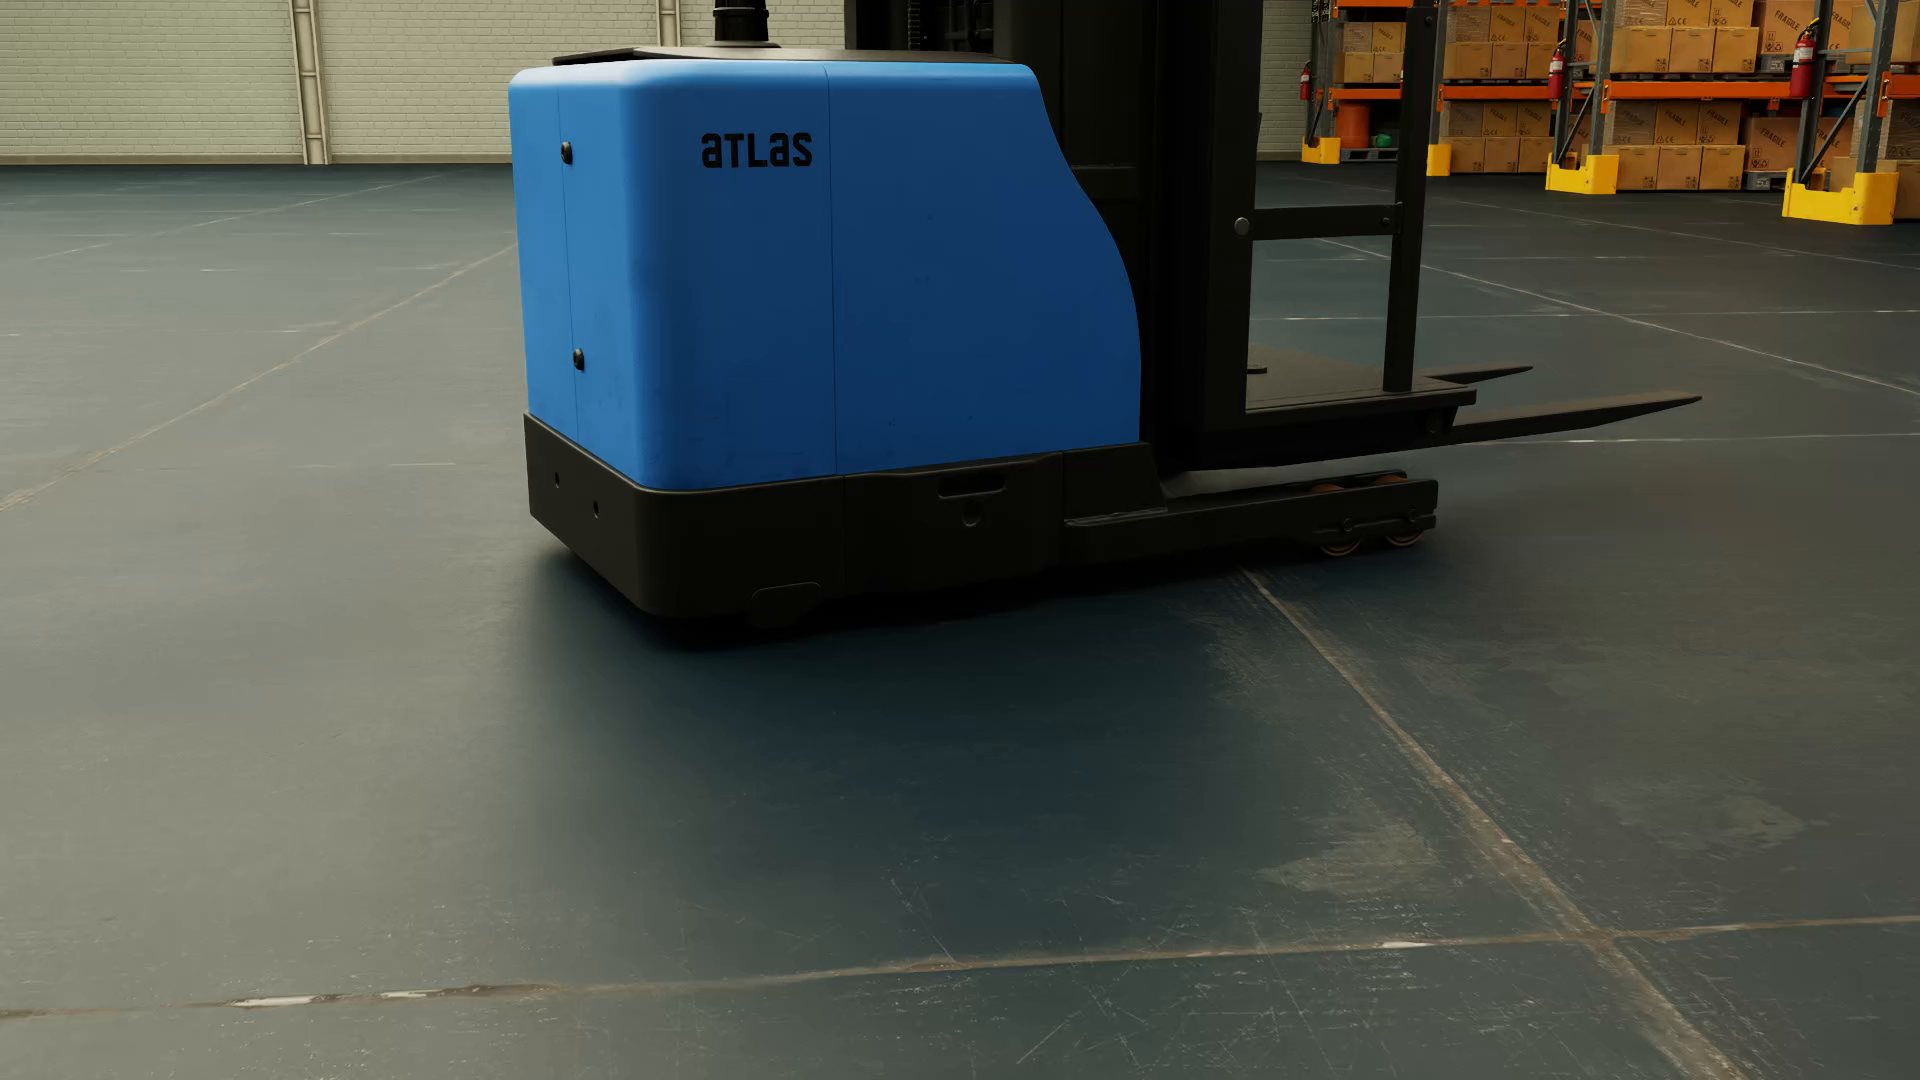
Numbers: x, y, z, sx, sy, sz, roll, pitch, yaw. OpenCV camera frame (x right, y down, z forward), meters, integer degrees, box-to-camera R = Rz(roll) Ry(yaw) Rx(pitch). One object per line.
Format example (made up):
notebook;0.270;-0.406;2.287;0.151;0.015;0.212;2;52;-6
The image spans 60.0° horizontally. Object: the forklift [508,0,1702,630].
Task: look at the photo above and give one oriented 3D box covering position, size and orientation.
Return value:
forklift;0.538;-1.490;3.837;3.031;2.935;1.130;-8;17;-27
